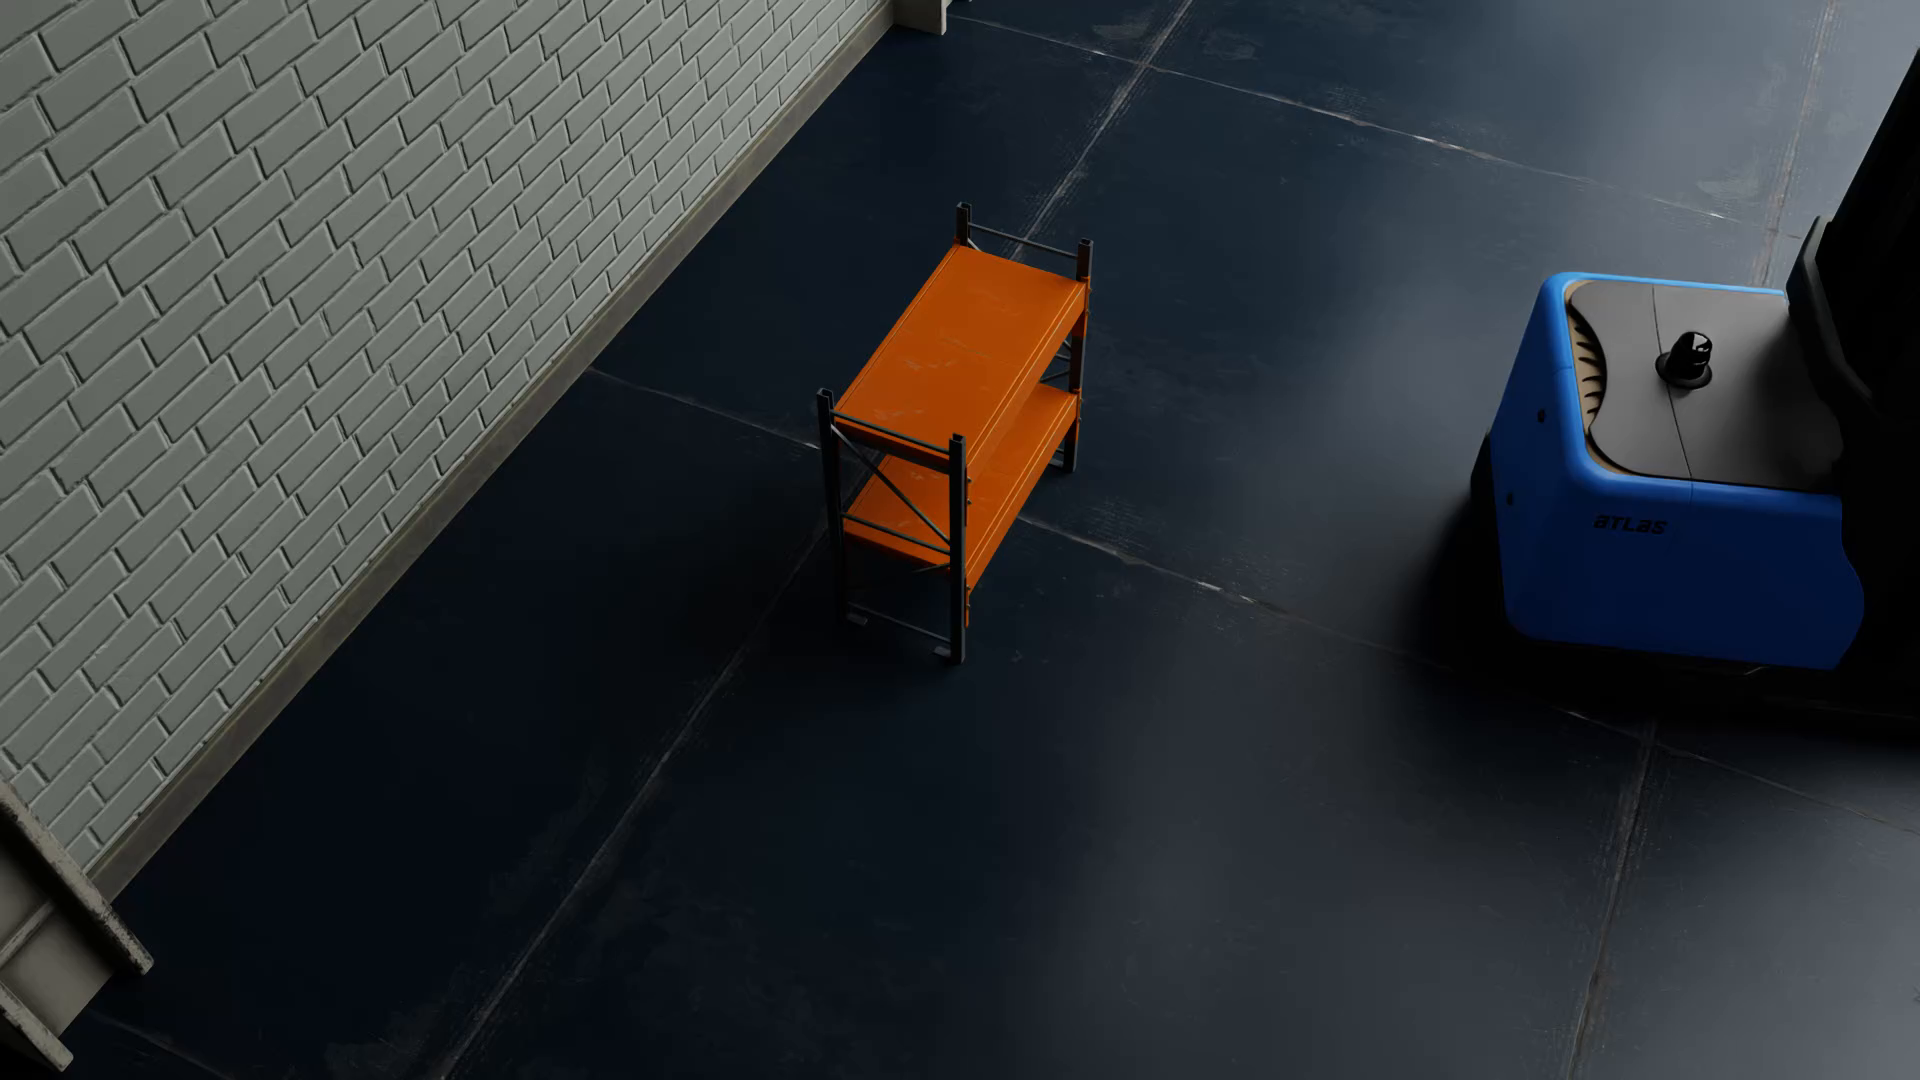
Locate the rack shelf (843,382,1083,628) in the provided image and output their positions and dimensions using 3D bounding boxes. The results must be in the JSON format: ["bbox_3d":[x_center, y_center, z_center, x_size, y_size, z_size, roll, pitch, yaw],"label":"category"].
[{"bbox_3d":[0.003,-0.211,6.012,0.538,0.278,1.000,20,52,16],"label":"rack shelf"}]

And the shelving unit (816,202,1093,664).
[{"bbox_3d":[0.003,-0.369,5.826,0.538,1.125,1.048,20,52,16],"label":"shelving unit"}]

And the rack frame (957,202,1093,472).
[{"bbox_3d":[0.220,-0.719,6.123,0.500,1.125,0.032,20,52,16],"label":"rack frame"}]

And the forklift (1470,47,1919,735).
[{"bbox_3d":[3.392,-0.655,4.883,3.031,2.935,1.130,6,50,5],"label":"forklift"}]

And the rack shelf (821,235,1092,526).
[{"bbox_3d":[0.003,-0.559,5.603,0.538,0.278,1.000,20,52,16],"label":"rack shelf"}]

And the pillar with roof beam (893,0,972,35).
[{"bbox_3d":[3.745,-4.258,3.965,9.100,9.000,0.400,20,52,16],"label":"pillar with roof beam"}]

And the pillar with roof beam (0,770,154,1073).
[{"bbox_3d":[1.182,-0.127,0.449,9.100,9.000,0.400,20,52,16],"label":"pillar with roof beam"}]

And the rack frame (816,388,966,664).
[{"bbox_3d":[-0.214,-0.019,5.528,0.500,1.125,0.032,20,52,16],"label":"rack frame"}]
